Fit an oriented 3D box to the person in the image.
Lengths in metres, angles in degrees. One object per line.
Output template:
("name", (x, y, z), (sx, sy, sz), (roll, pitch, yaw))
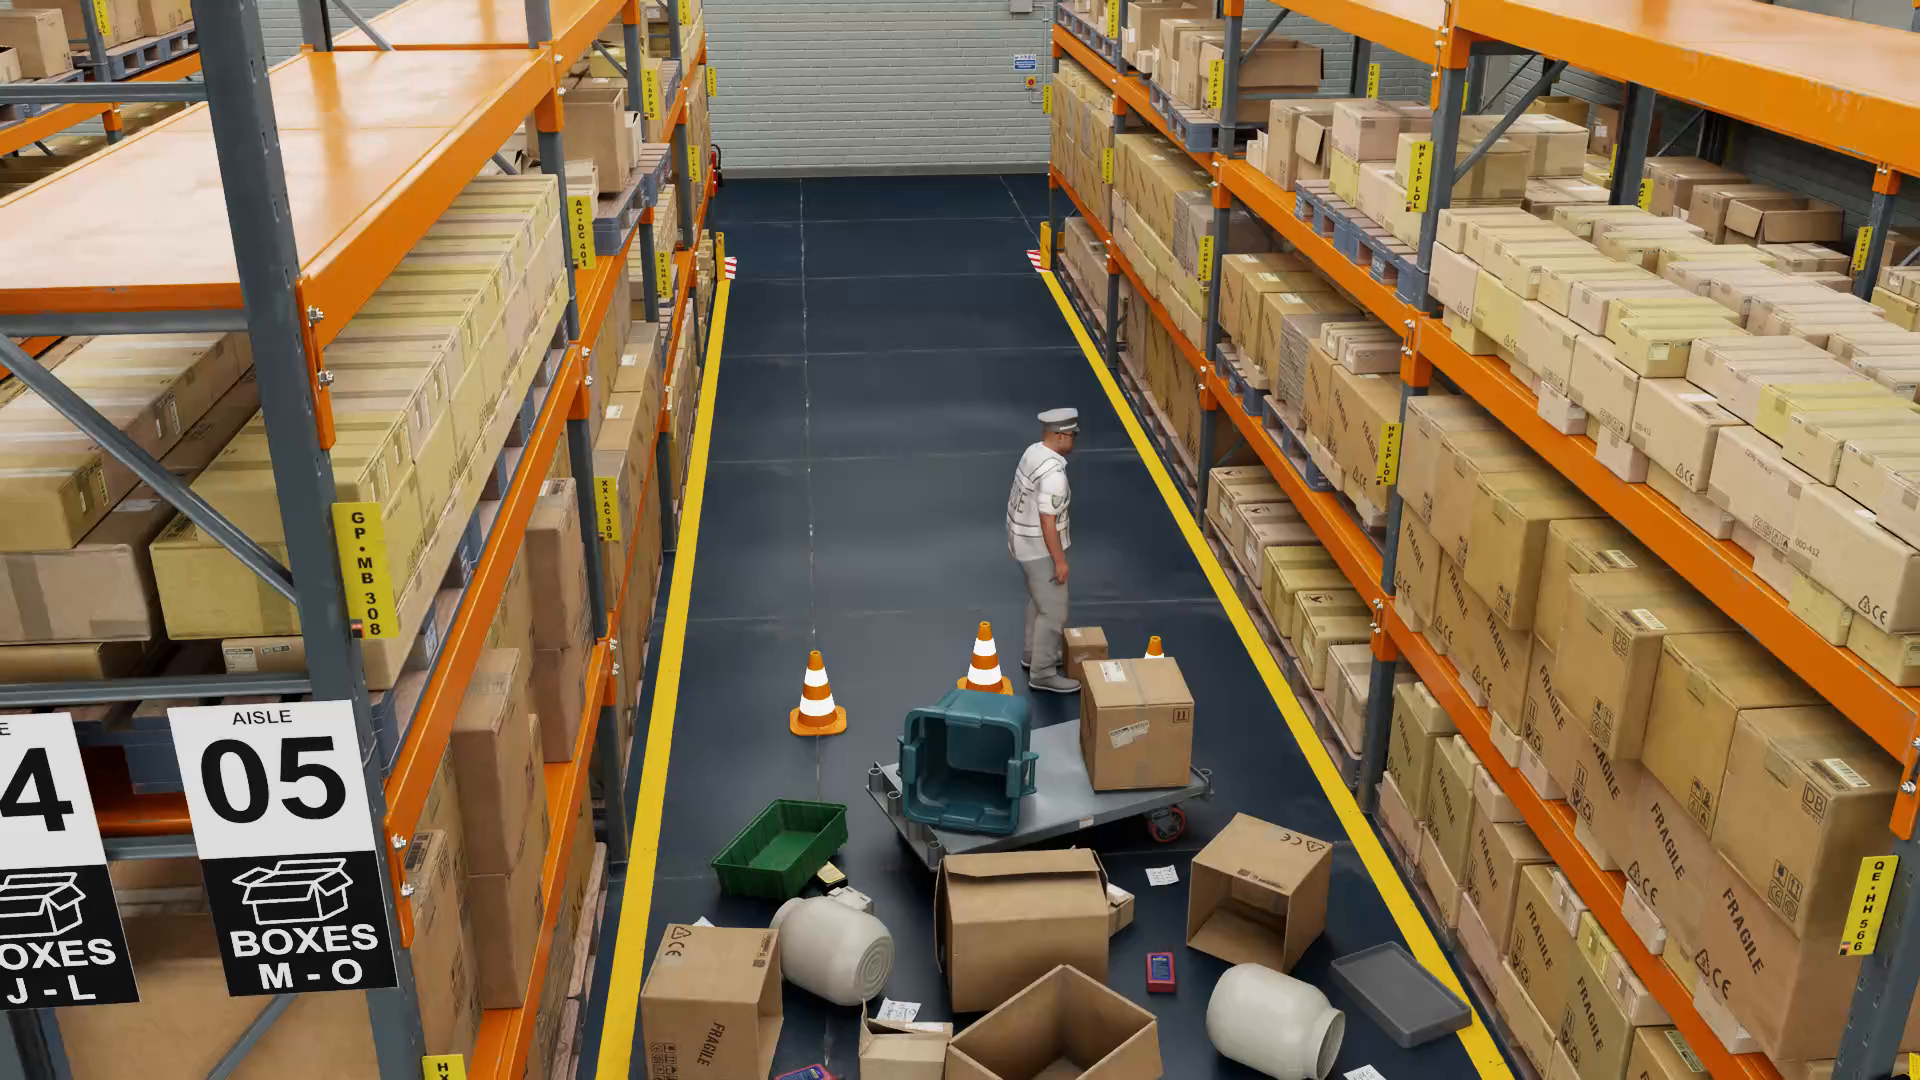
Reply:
("person", (0.517, 0.046, 10.212), (0.444, 1.747, 0.604), (-4, 24, -8))
